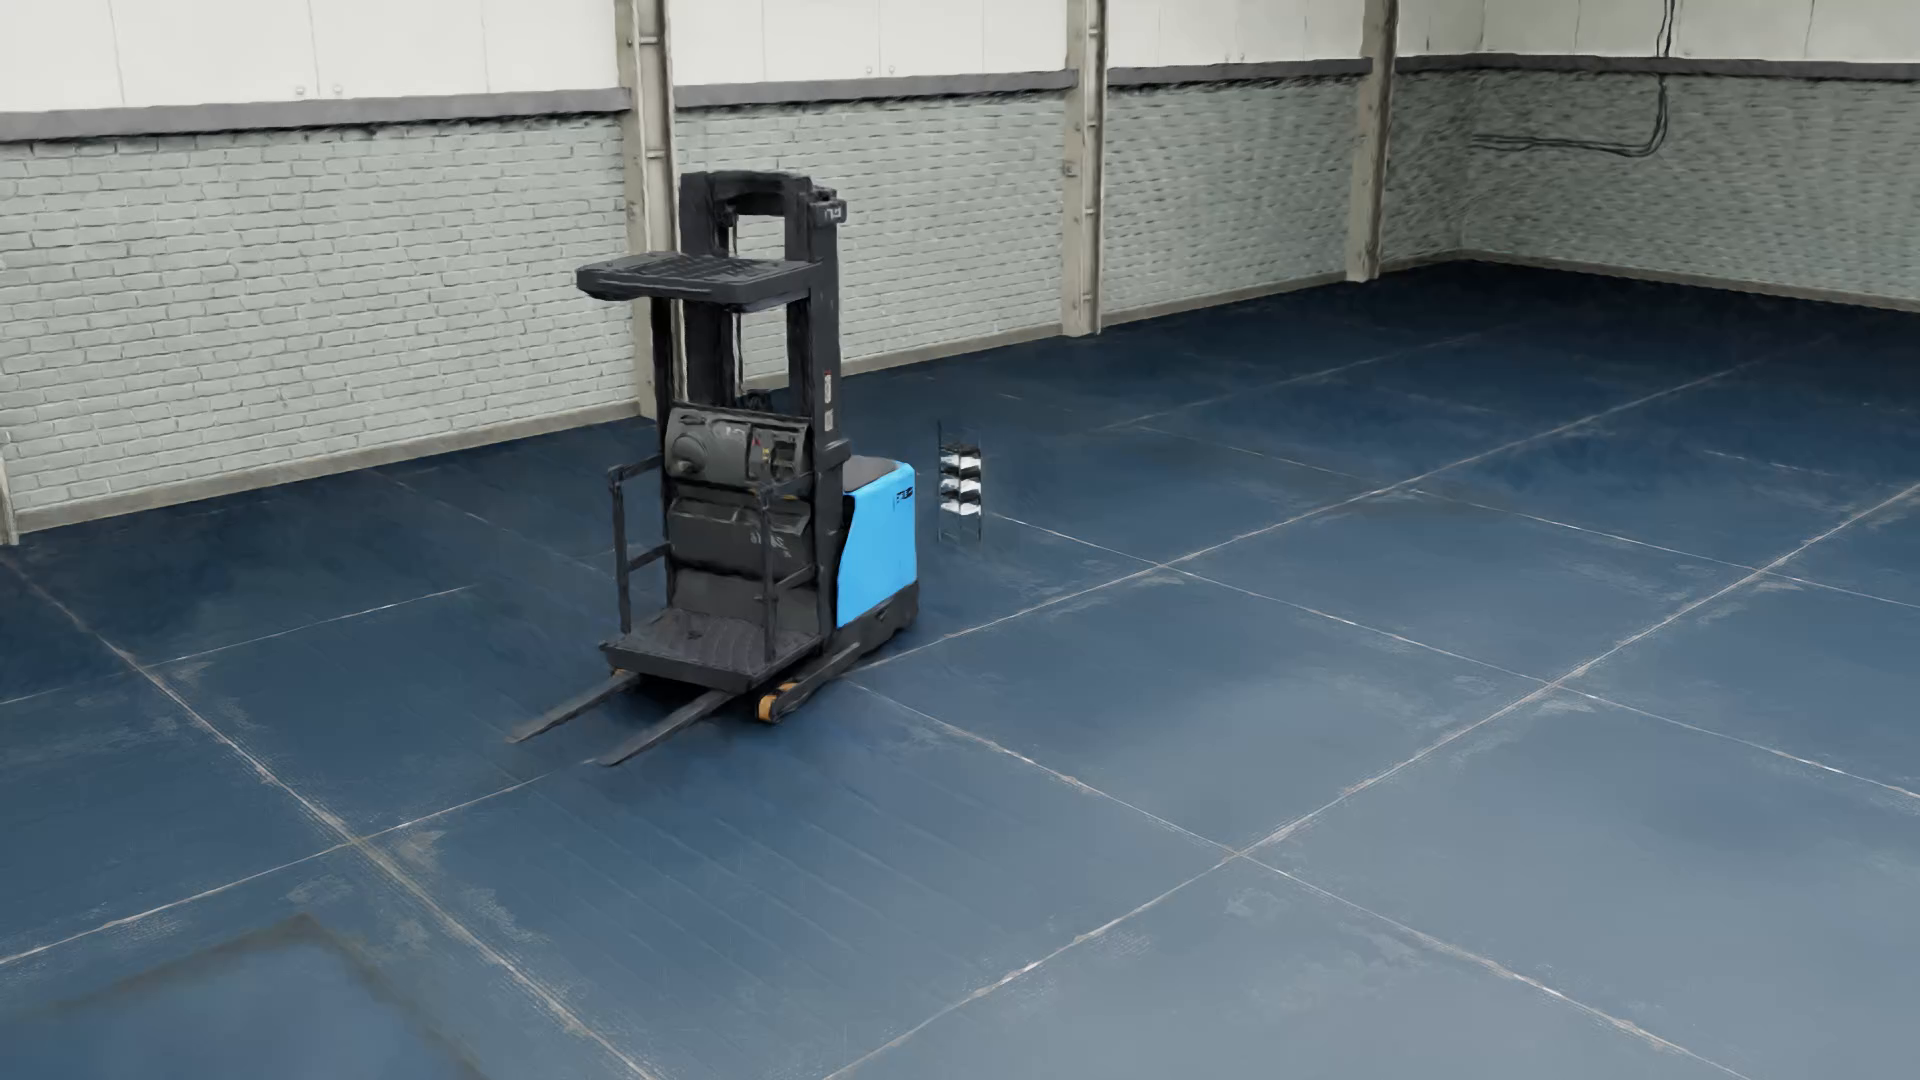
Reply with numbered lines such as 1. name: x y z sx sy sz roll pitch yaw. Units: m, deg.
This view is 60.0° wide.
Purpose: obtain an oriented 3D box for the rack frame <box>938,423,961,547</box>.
1. rack frame: -0.080 -0.405 12.274 0.006 0.900 0.240 -16 24 -41

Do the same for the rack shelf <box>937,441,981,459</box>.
1. rack shelf: -0.006 -0.651 12.268 0.200 0.077 0.258 -16 24 -41

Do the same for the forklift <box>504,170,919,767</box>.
1. forklift: -1.378 -0.519 9.332 1.130 2.935 3.031 9 20 25

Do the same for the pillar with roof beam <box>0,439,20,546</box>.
1. pillar with roof beam: -4.298 -3.278 8.004 0.400 9.000 9.100 -16 24 -41

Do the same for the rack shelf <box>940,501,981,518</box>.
1. rack shelf: -0.006 -0.223 12.406 0.200 0.077 0.258 -16 24 -41

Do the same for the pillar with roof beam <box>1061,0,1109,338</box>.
1. pillar with roof beam: 4.422 -5.821 15.847 0.400 9.000 9.100 -16 24 -41

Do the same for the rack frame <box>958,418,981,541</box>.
1. rack frame: 0.068 -0.448 12.407 0.006 0.900 0.240 -16 24 -41

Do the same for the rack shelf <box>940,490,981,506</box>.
1. rack shelf: -0.006 -0.309 12.379 0.200 0.077 0.258 -16 24 -41

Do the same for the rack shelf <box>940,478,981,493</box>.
1. rack shelf: -0.006 -0.395 12.351 0.200 0.077 0.258 -16 24 -41

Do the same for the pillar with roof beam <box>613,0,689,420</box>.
1. pillar with roof beam: 0.062 -4.549 11.925 0.400 9.000 9.100 -16 24 -41

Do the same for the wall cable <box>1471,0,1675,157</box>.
1. wall cable: 8.873 -6.908 24.234 0.112 2.526 3.097 -16 24 -41

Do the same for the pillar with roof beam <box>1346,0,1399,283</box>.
1. pillar with roof beam: 8.781 -7.092 19.768 0.400 9.000 9.100 -16 24 -41

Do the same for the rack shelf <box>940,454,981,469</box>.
1. rack shelf: -0.006 -0.566 12.295 0.200 0.077 0.258 -16 24 -41

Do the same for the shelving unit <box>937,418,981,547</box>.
1. shelving unit: -0.006 -0.426 12.341 0.210 0.900 0.258 -16 24 -41

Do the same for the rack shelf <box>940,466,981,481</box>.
1. rack shelf: -0.006 -0.480 12.323 0.200 0.077 0.258 -16 24 -41
